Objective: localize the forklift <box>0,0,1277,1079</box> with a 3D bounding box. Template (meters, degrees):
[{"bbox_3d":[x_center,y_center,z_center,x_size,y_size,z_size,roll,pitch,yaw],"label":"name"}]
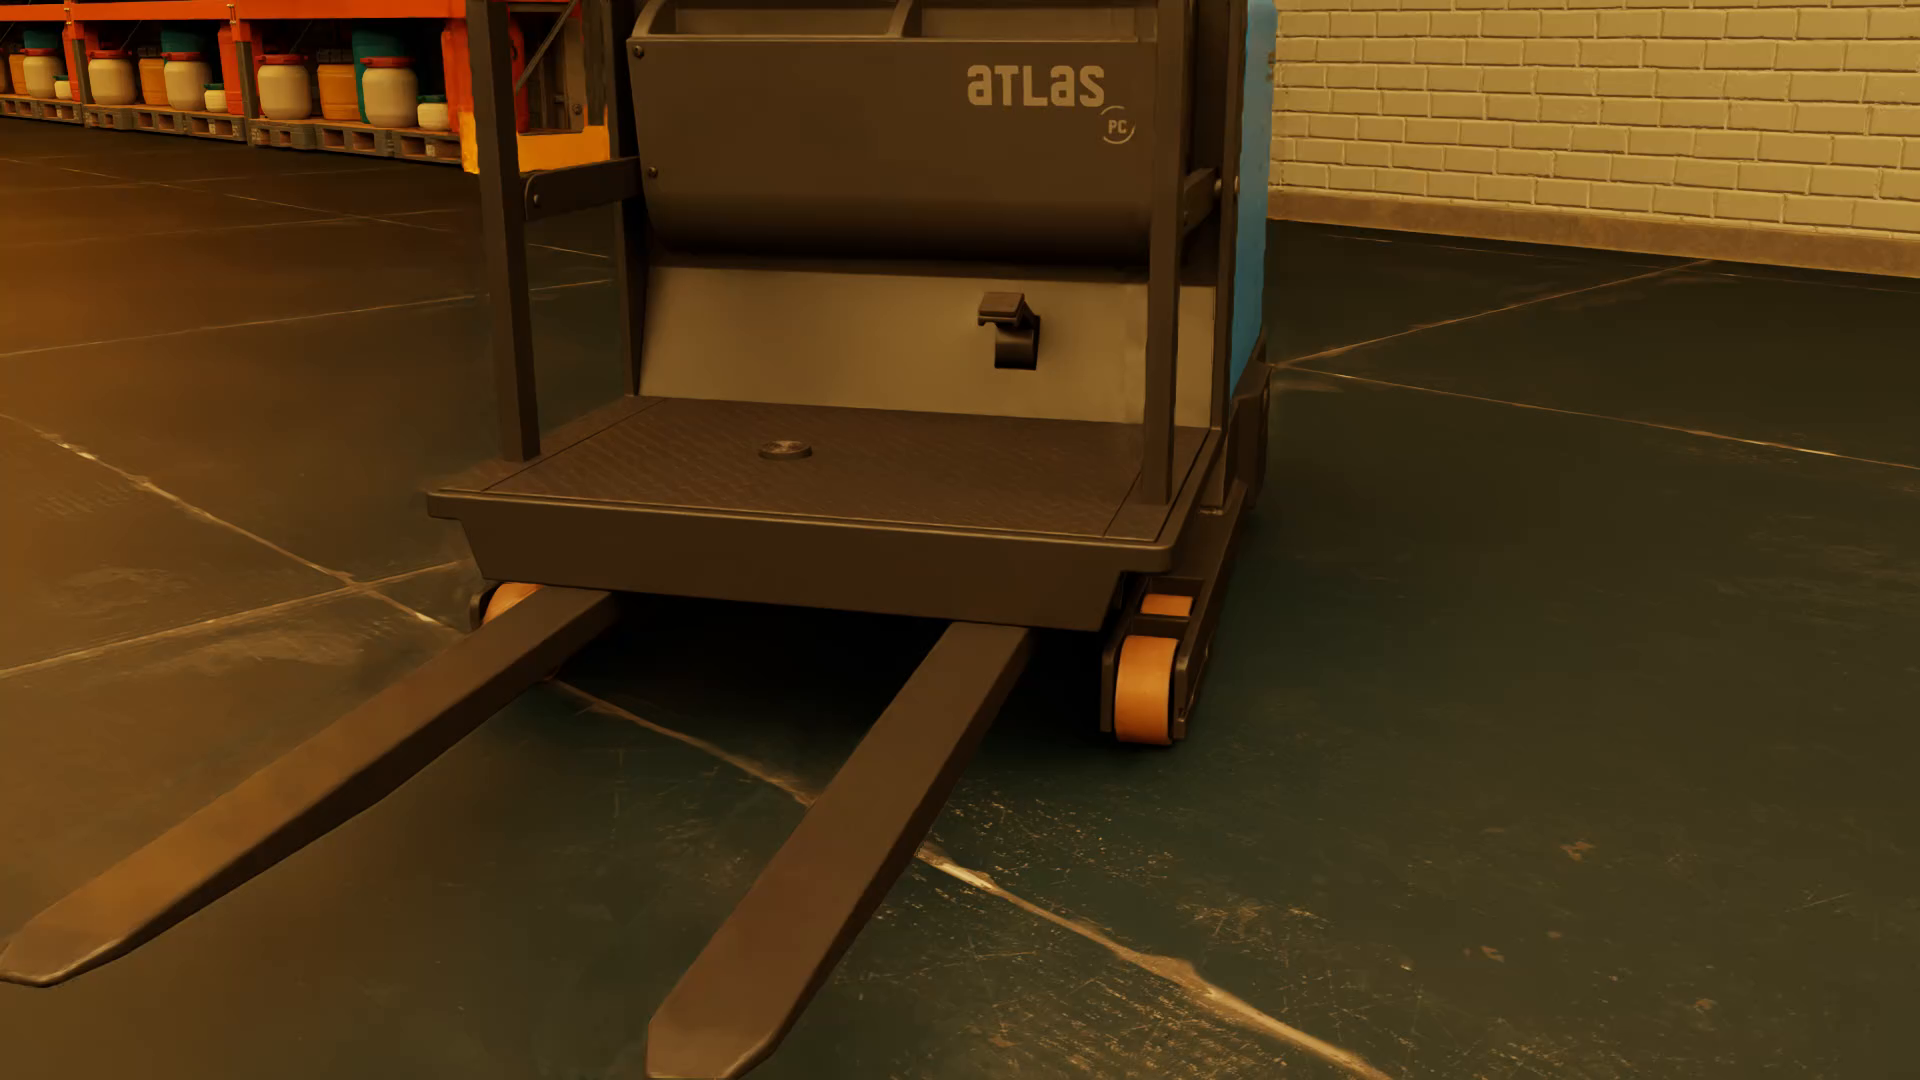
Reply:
[{"bbox_3d":[-0.137,-1.223,2.387,1.130,2.935,3.031,4,18,14],"label":"forklift"}]
